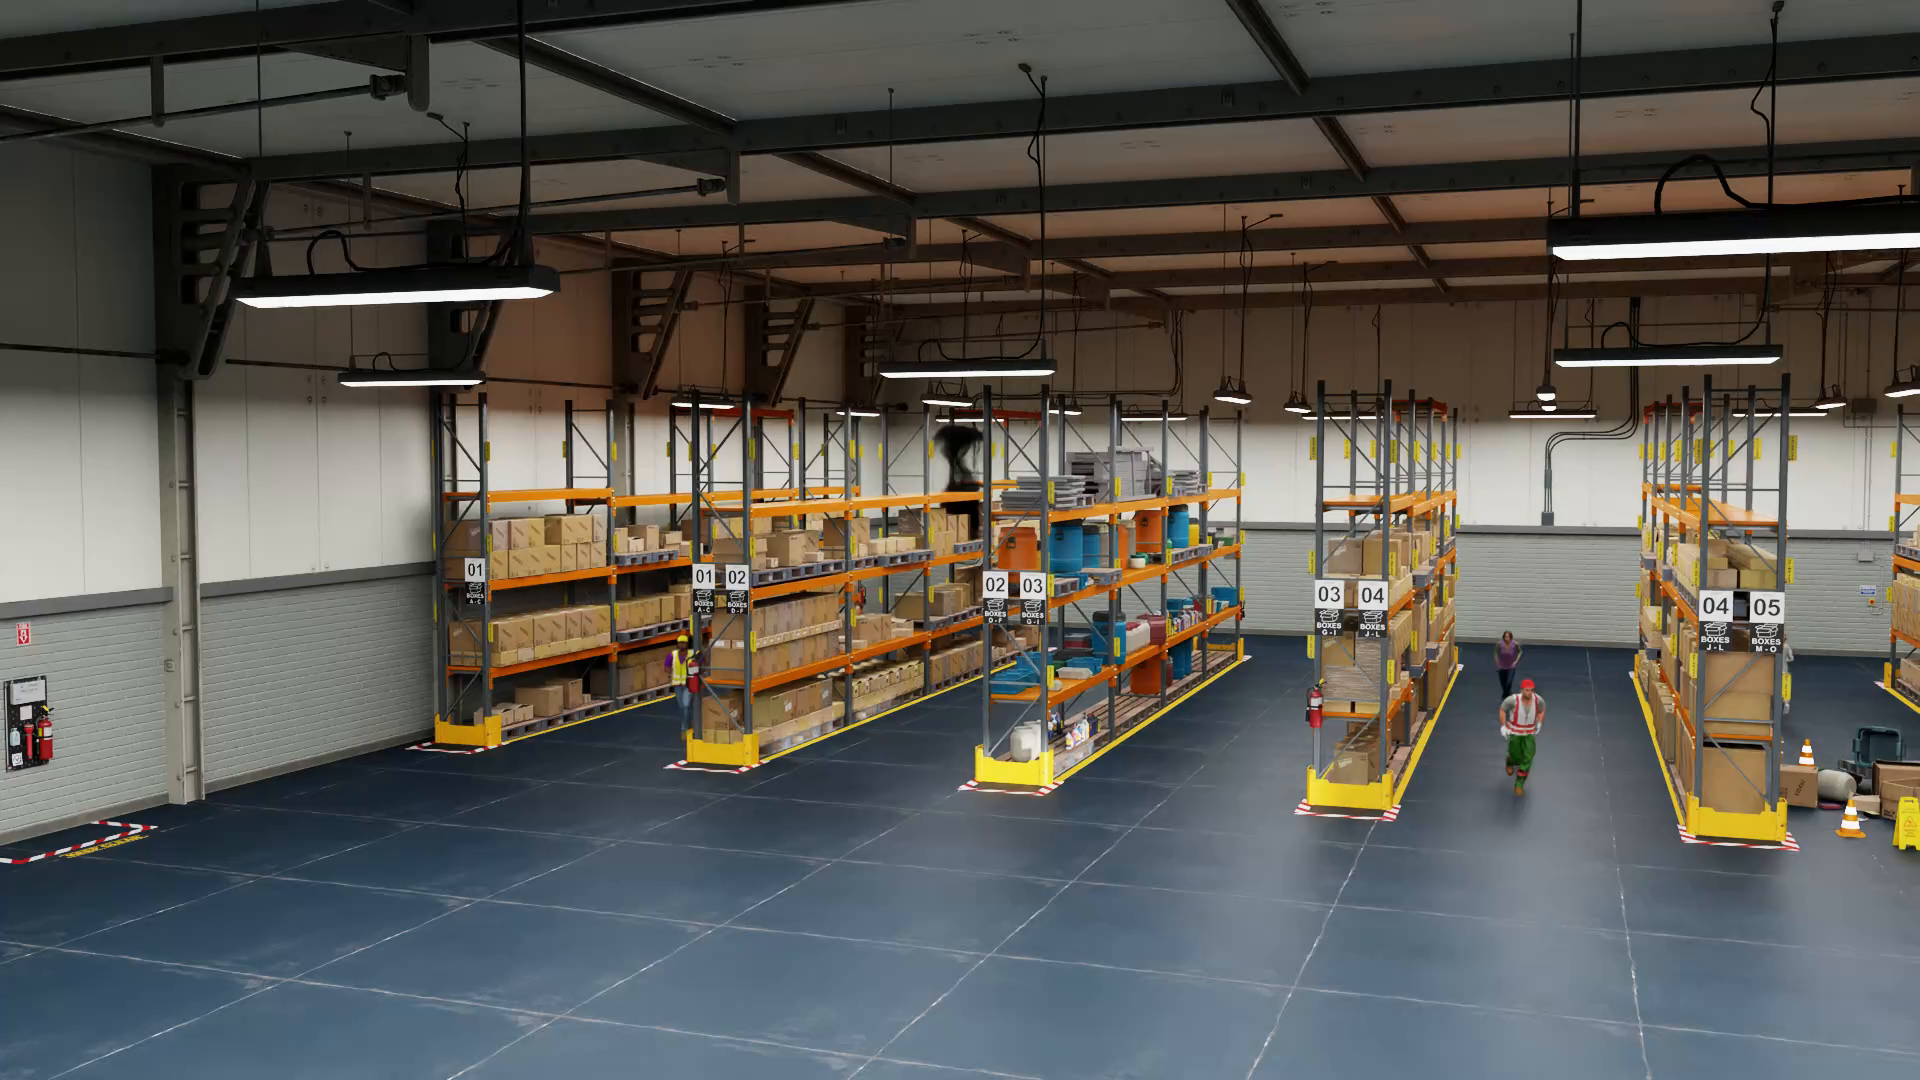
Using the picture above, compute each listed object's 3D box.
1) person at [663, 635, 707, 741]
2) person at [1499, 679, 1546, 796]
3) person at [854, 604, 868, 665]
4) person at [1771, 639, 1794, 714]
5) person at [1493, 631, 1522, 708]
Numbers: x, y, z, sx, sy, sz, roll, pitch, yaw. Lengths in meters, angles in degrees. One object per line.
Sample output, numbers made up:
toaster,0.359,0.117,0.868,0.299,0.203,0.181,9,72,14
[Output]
person,-4.844,2.559,29.129,0.682,1.813,0.809,1,3,11
person,8.256,2.864,24.479,0.658,1.722,0.908,0,3,-2
person,-2.165,2.242,36.499,0.560,1.720,0.822,1,3,22
person,15.415,2.515,31.299,0.537,1.586,0.851,1,3,12
person,10.740,2.577,32.640,0.539,1.437,0.815,1,3,15
